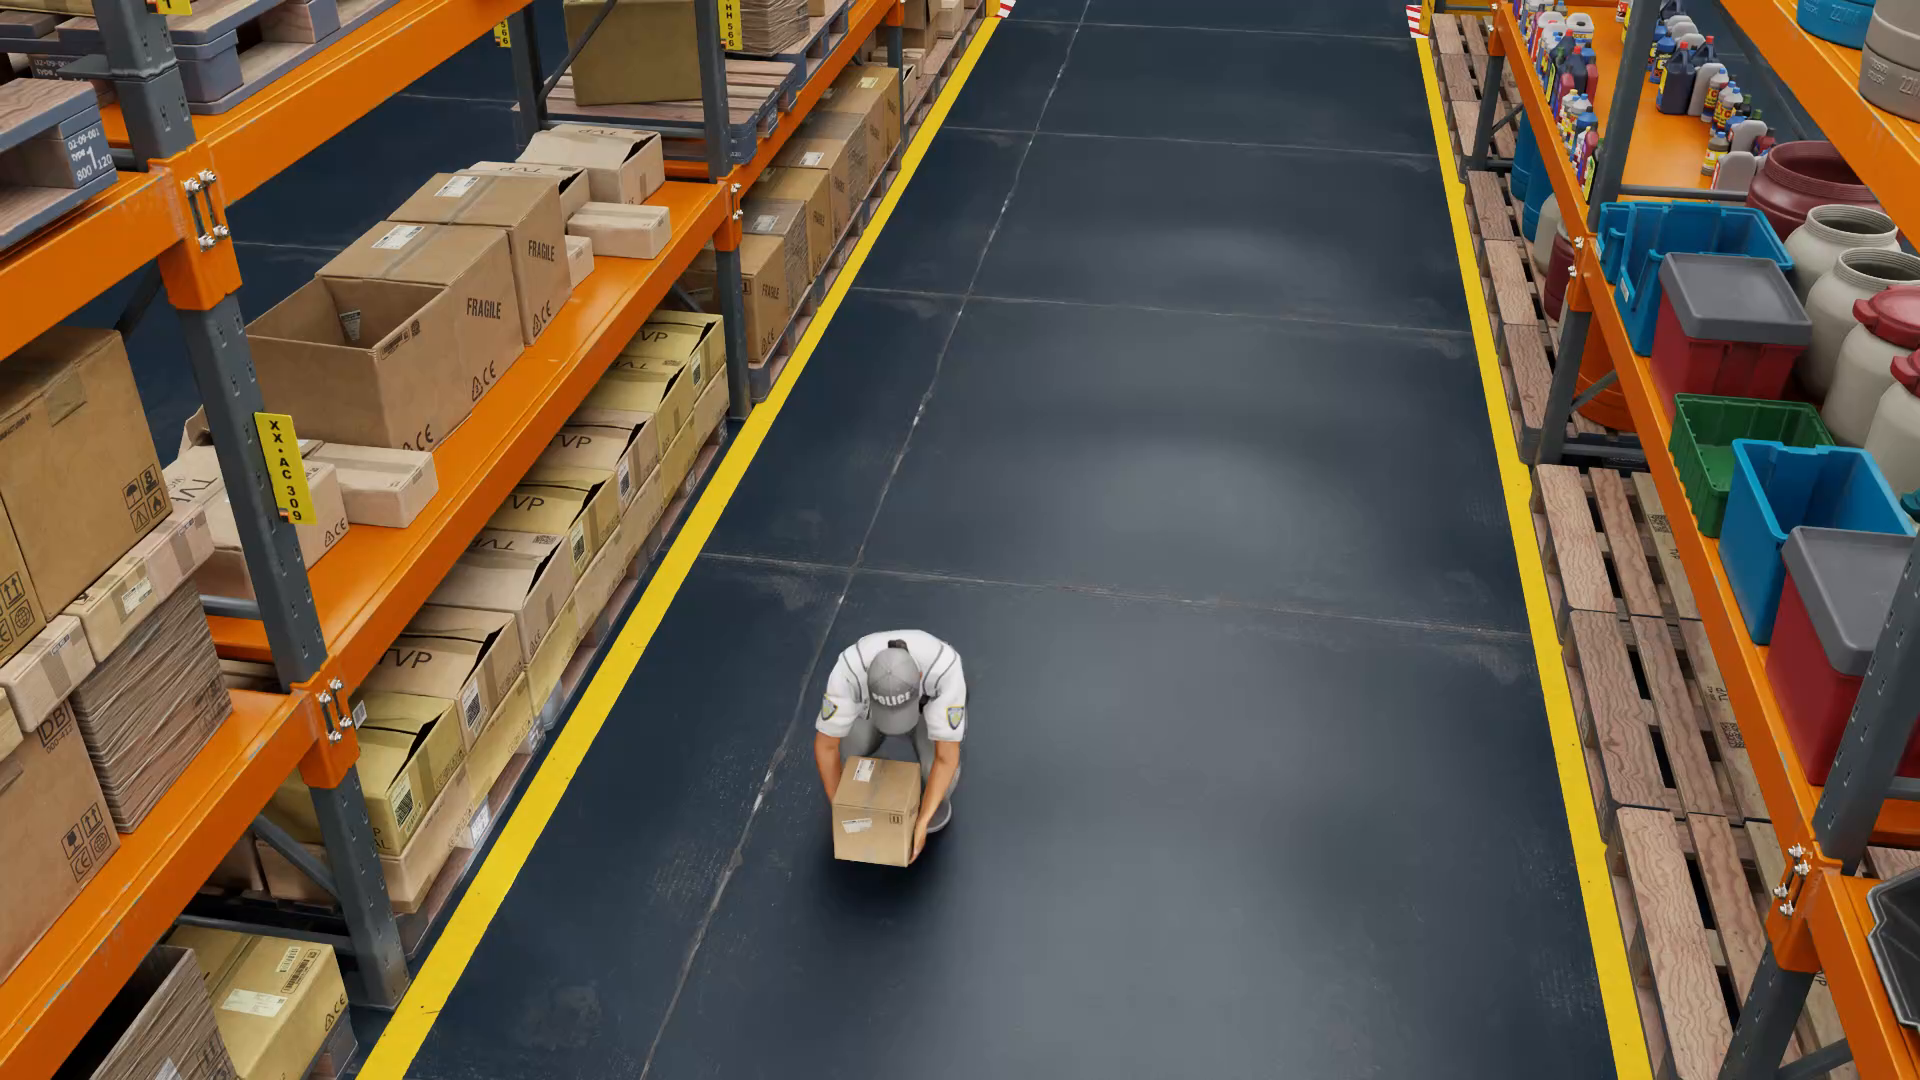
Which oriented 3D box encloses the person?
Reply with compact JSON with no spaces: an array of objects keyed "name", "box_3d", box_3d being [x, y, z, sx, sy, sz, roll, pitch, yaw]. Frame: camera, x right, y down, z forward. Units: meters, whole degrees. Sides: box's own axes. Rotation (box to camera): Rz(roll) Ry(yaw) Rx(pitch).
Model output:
[{"name":"person","box_3d":[-0.225,0.624,5.852,0.528,0.934,0.845,5,33,8]}]
